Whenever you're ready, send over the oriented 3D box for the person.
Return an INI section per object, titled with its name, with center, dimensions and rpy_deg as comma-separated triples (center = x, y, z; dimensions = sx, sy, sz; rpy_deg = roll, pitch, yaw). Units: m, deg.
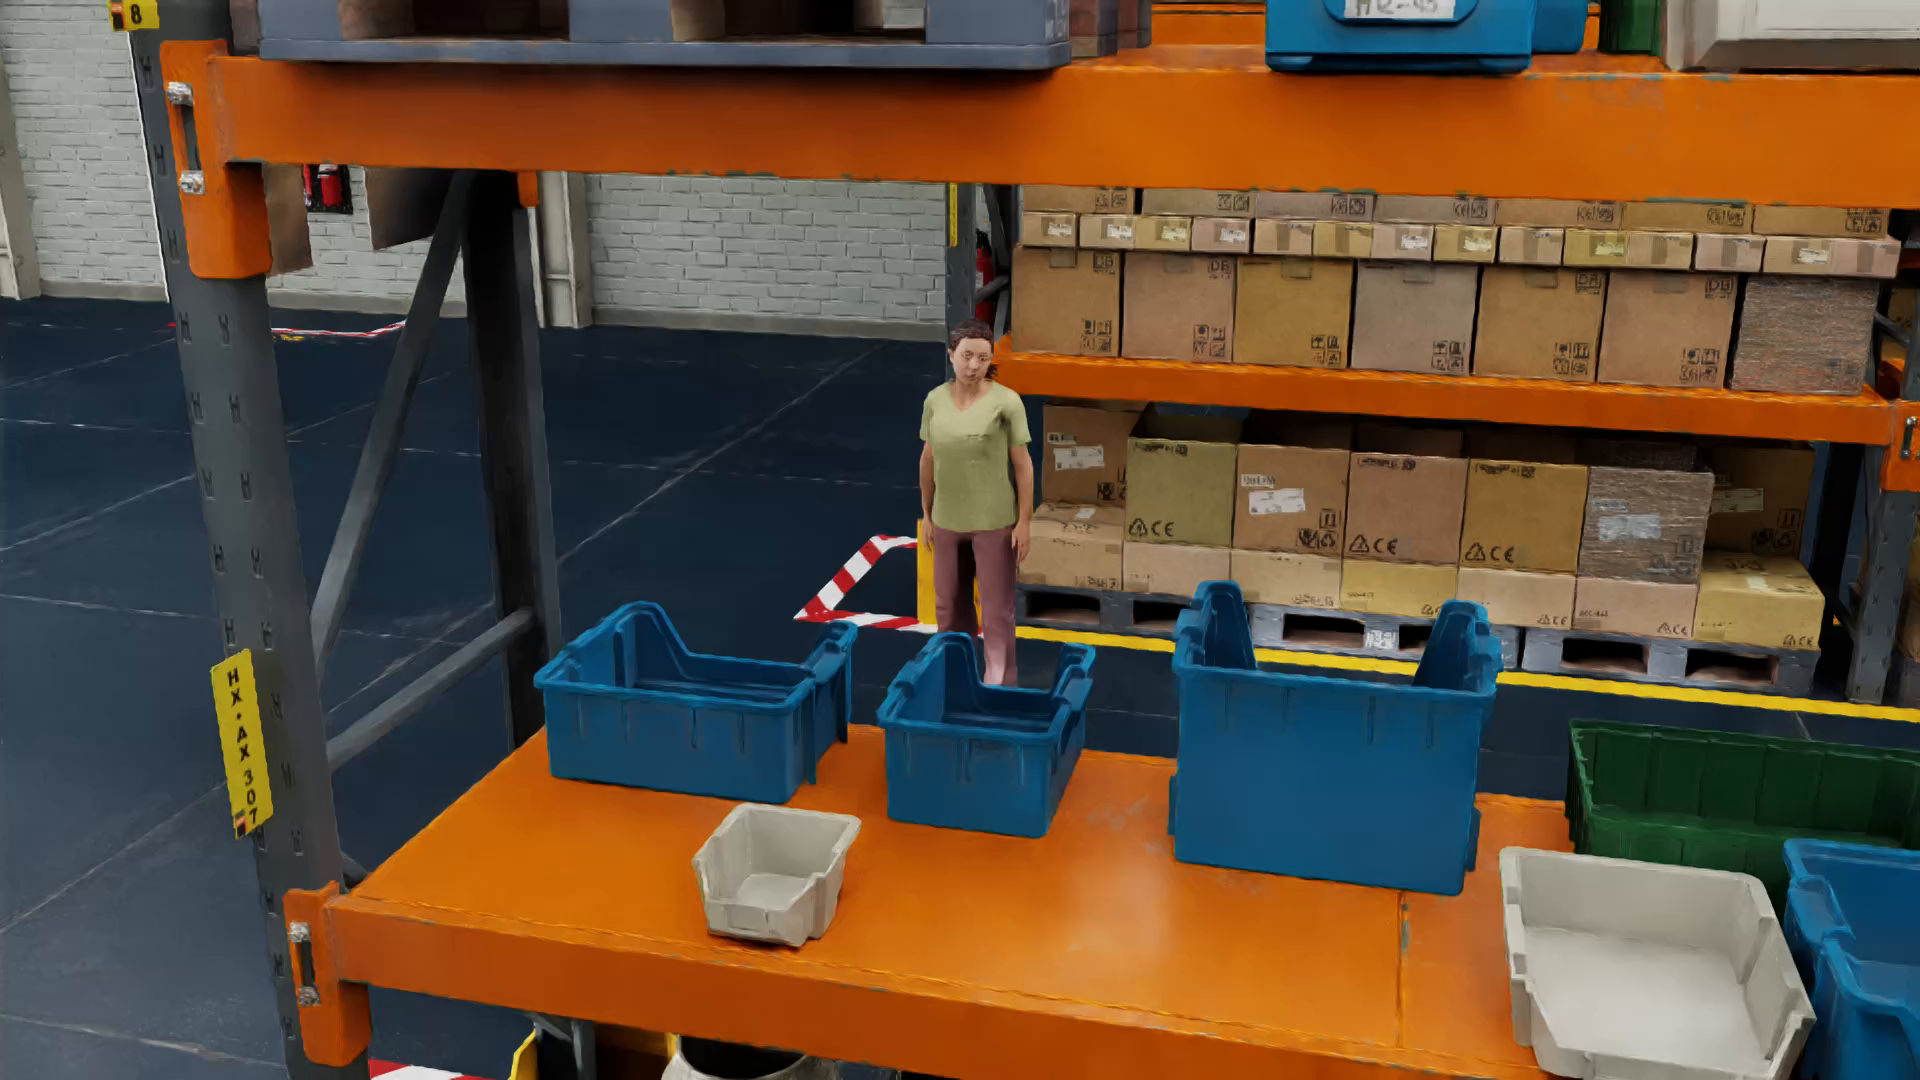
[person]
center = 0.033, -0.051, 6.639
dimensions = 0.521, 1.674, 0.412
rpy_deg = 9, 20, 25
